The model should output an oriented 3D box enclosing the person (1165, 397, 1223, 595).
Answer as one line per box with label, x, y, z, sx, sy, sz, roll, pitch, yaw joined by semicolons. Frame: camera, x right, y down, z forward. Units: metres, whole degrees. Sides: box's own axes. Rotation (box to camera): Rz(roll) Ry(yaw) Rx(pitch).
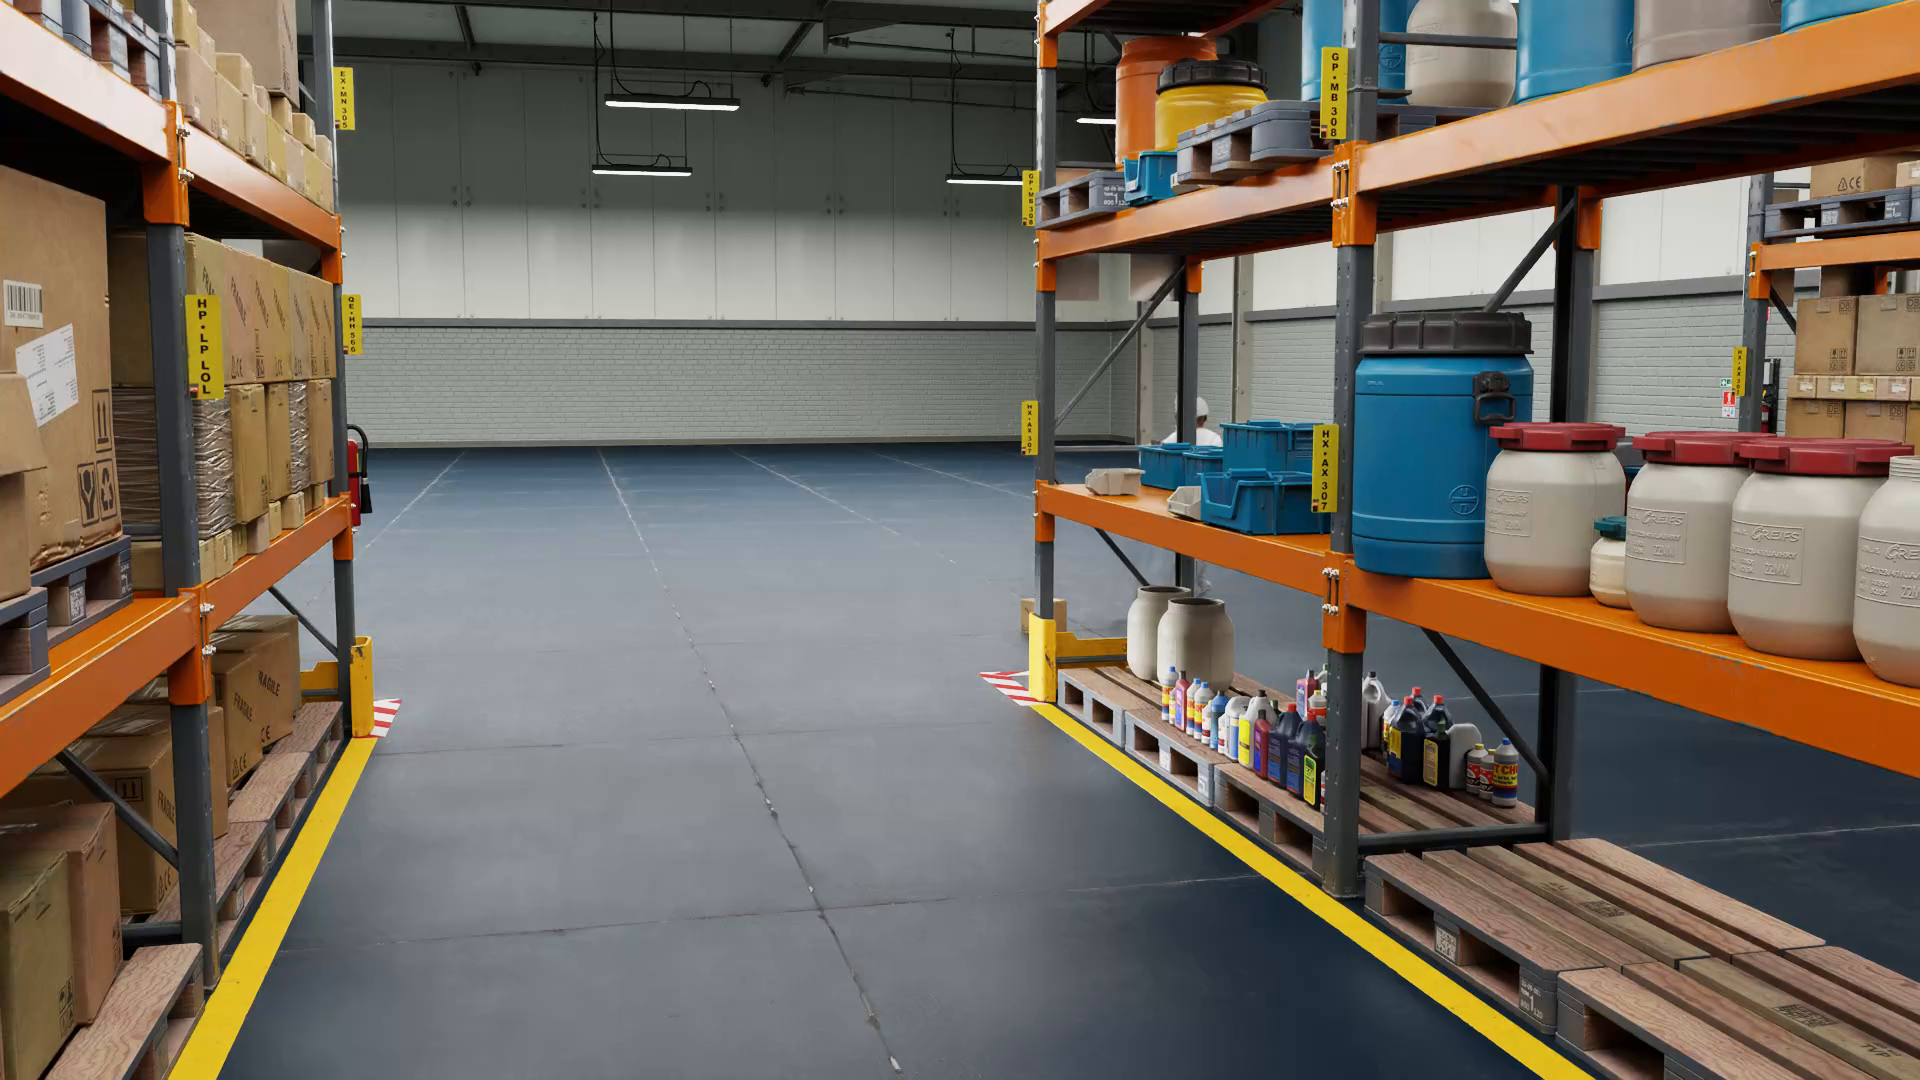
person;2.036;-0.360;14.214;0.557;1.727;0.962;4;7;32
